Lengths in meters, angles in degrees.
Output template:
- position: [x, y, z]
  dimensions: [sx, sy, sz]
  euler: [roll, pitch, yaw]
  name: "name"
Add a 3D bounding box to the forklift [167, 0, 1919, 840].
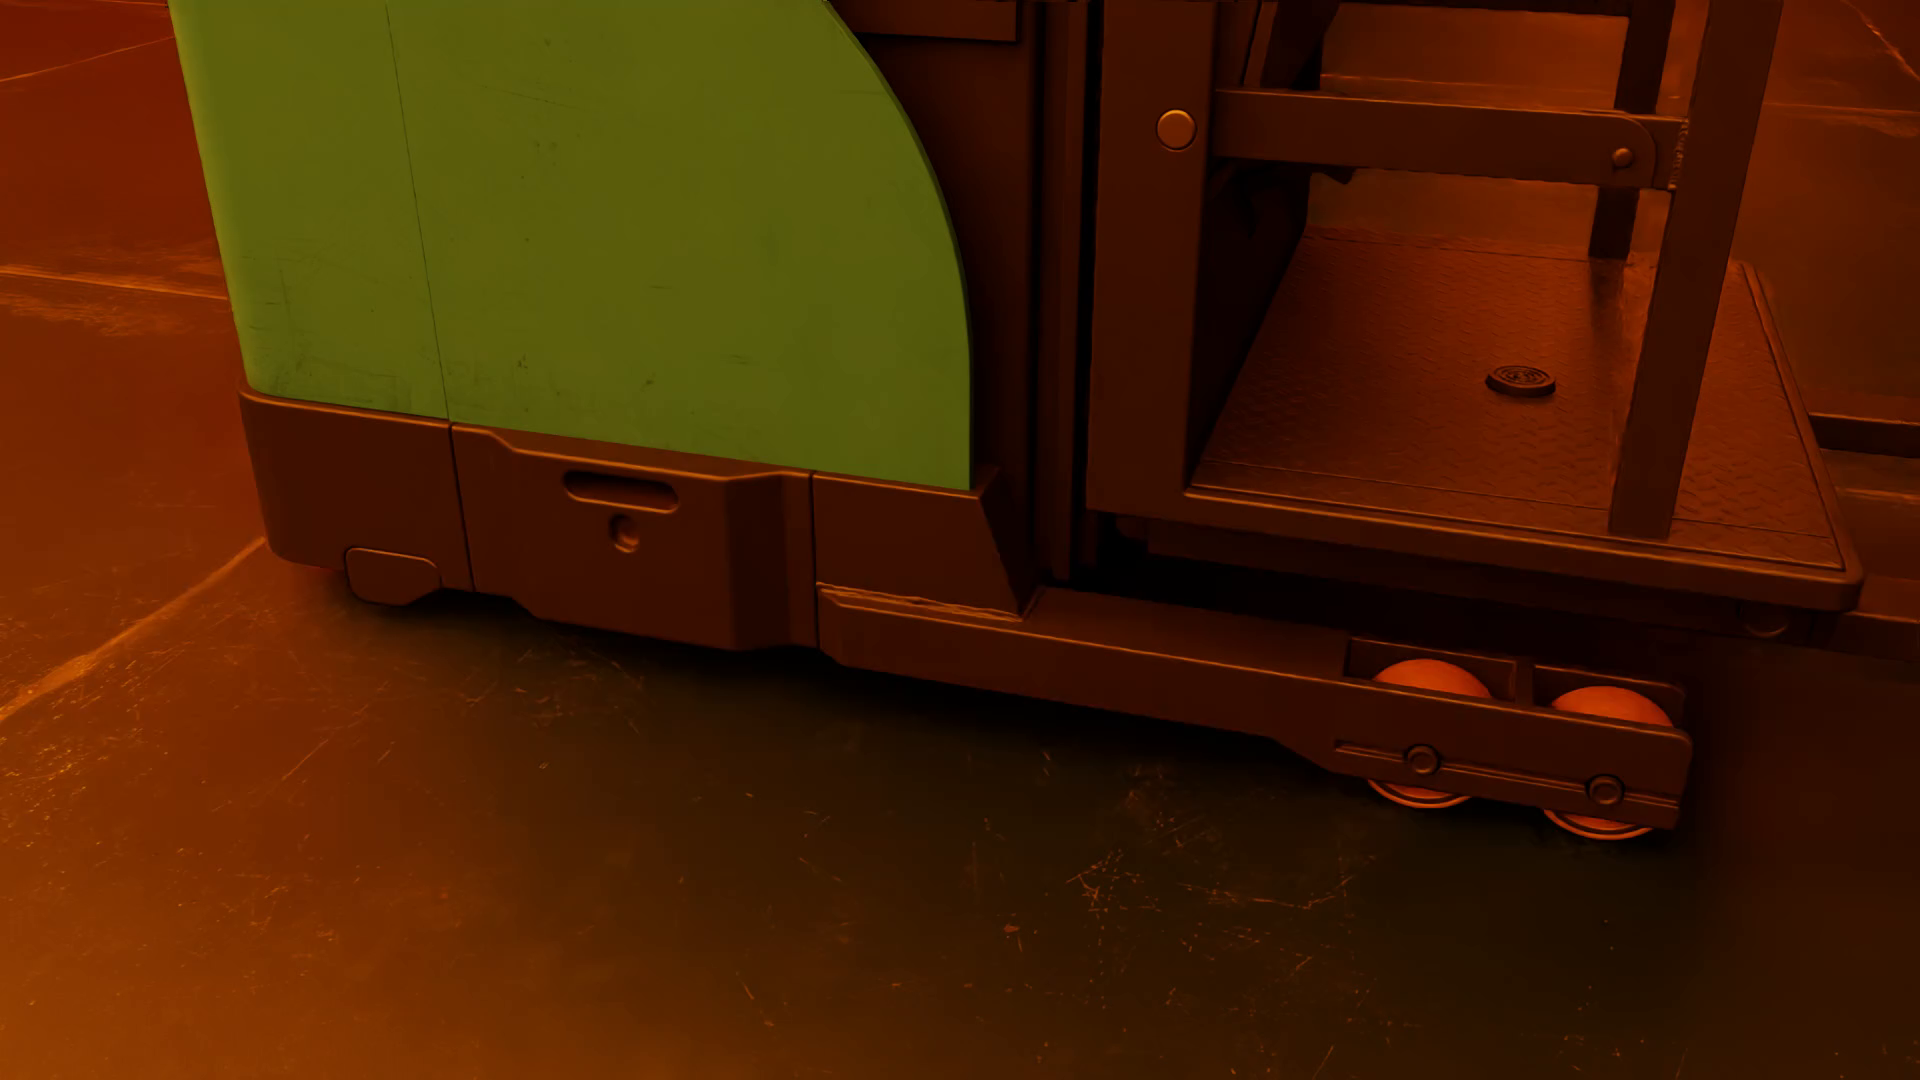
- position: [0.597, -1.244, 1.712]
  dimensions: [3.031, 2.935, 1.130]
  euler: [8, 28, 15]
  name: "forklift"
